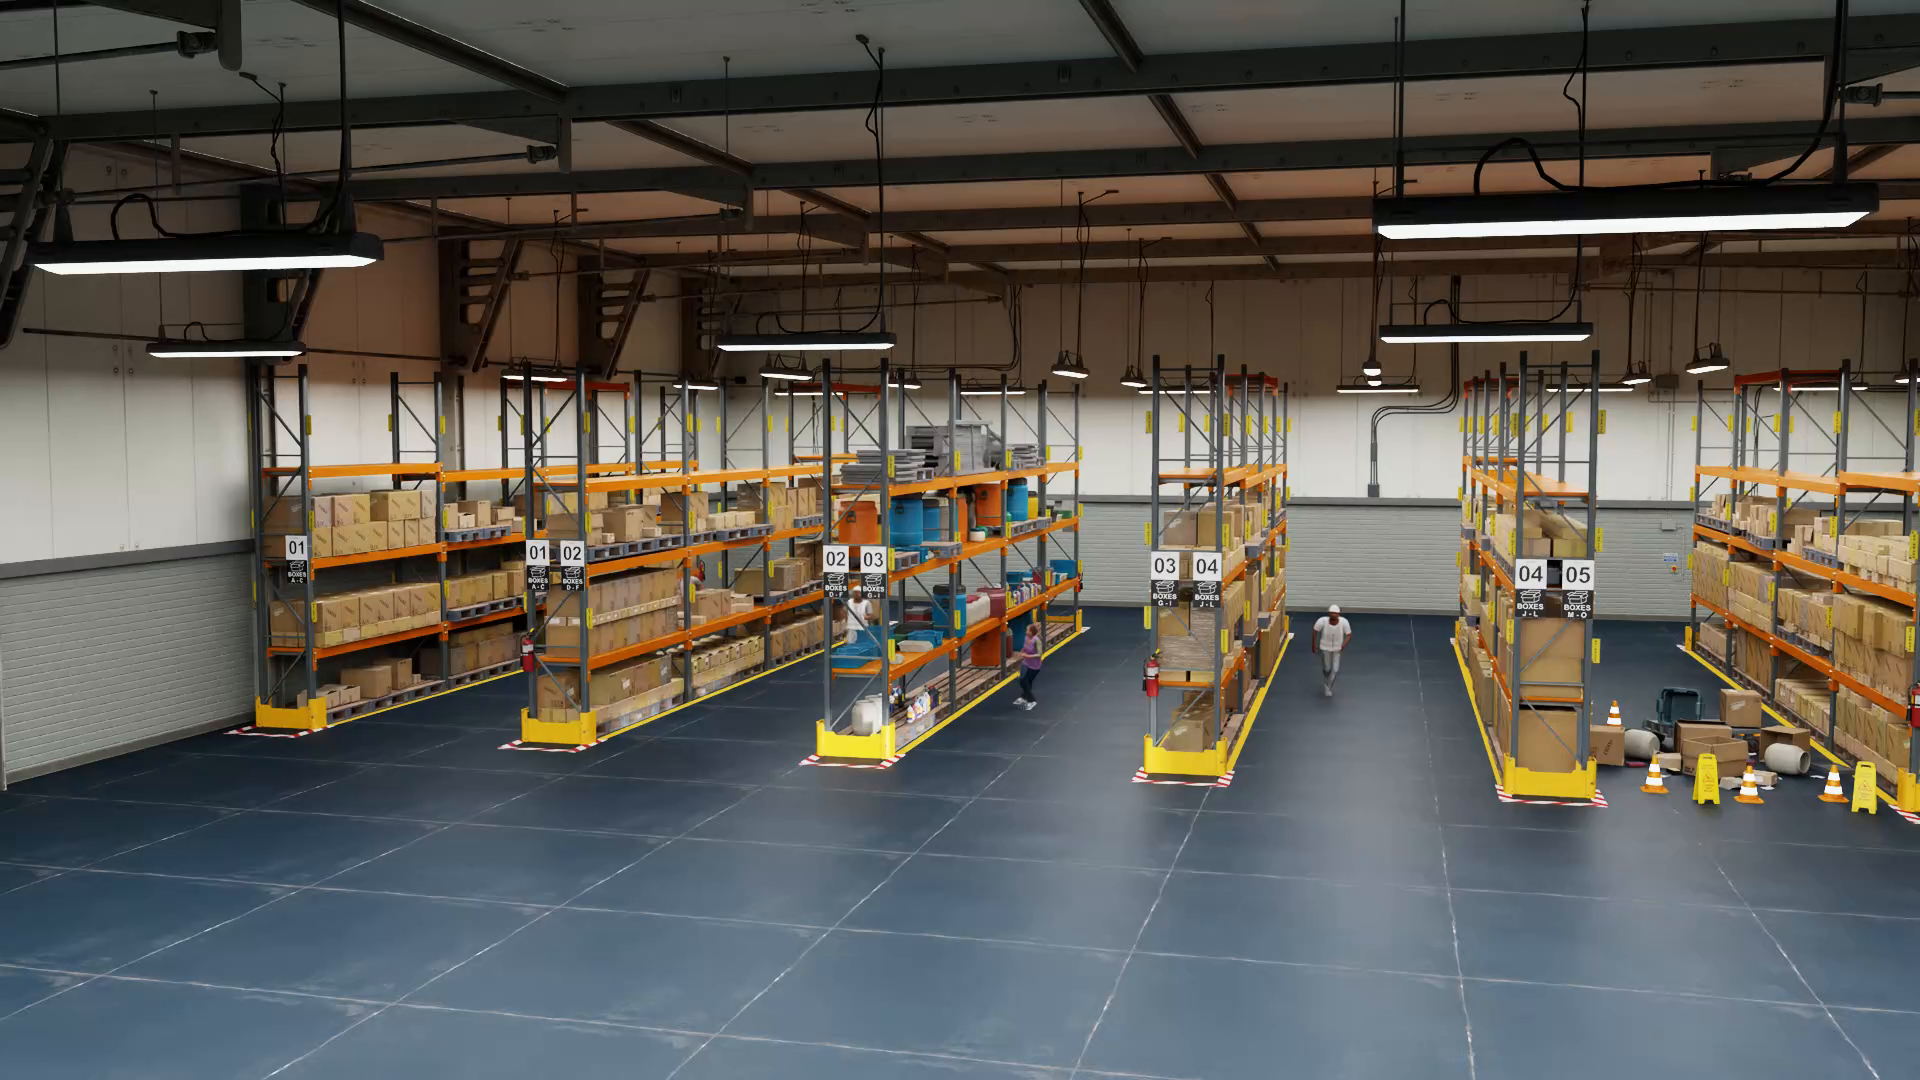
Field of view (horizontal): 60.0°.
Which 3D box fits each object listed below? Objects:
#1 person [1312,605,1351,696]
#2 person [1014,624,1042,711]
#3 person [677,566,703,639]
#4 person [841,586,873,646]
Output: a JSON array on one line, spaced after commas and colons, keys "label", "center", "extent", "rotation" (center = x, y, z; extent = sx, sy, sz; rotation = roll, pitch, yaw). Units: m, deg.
[{"label": "person", "center": [6.908, 2.031, 30.898], "extent": [0.685, 1.695, 0.699], "rotation": [0, 4, -1]}, {"label": "person", "center": [1.207, 2.209, 29.261], "extent": [0.692, 1.524, 0.653], "rotation": [2, 5, 30]}, {"label": "person", "center": [-6.332, 1.451, 38.573], "extent": [0.640, 1.766, 0.777], "rotation": [1, 4, 13]}, {"label": "person", "center": [-2.076, 1.814, 33.351], "extent": [0.674, 1.791, 0.711], "rotation": [0, 4, 5]}]
